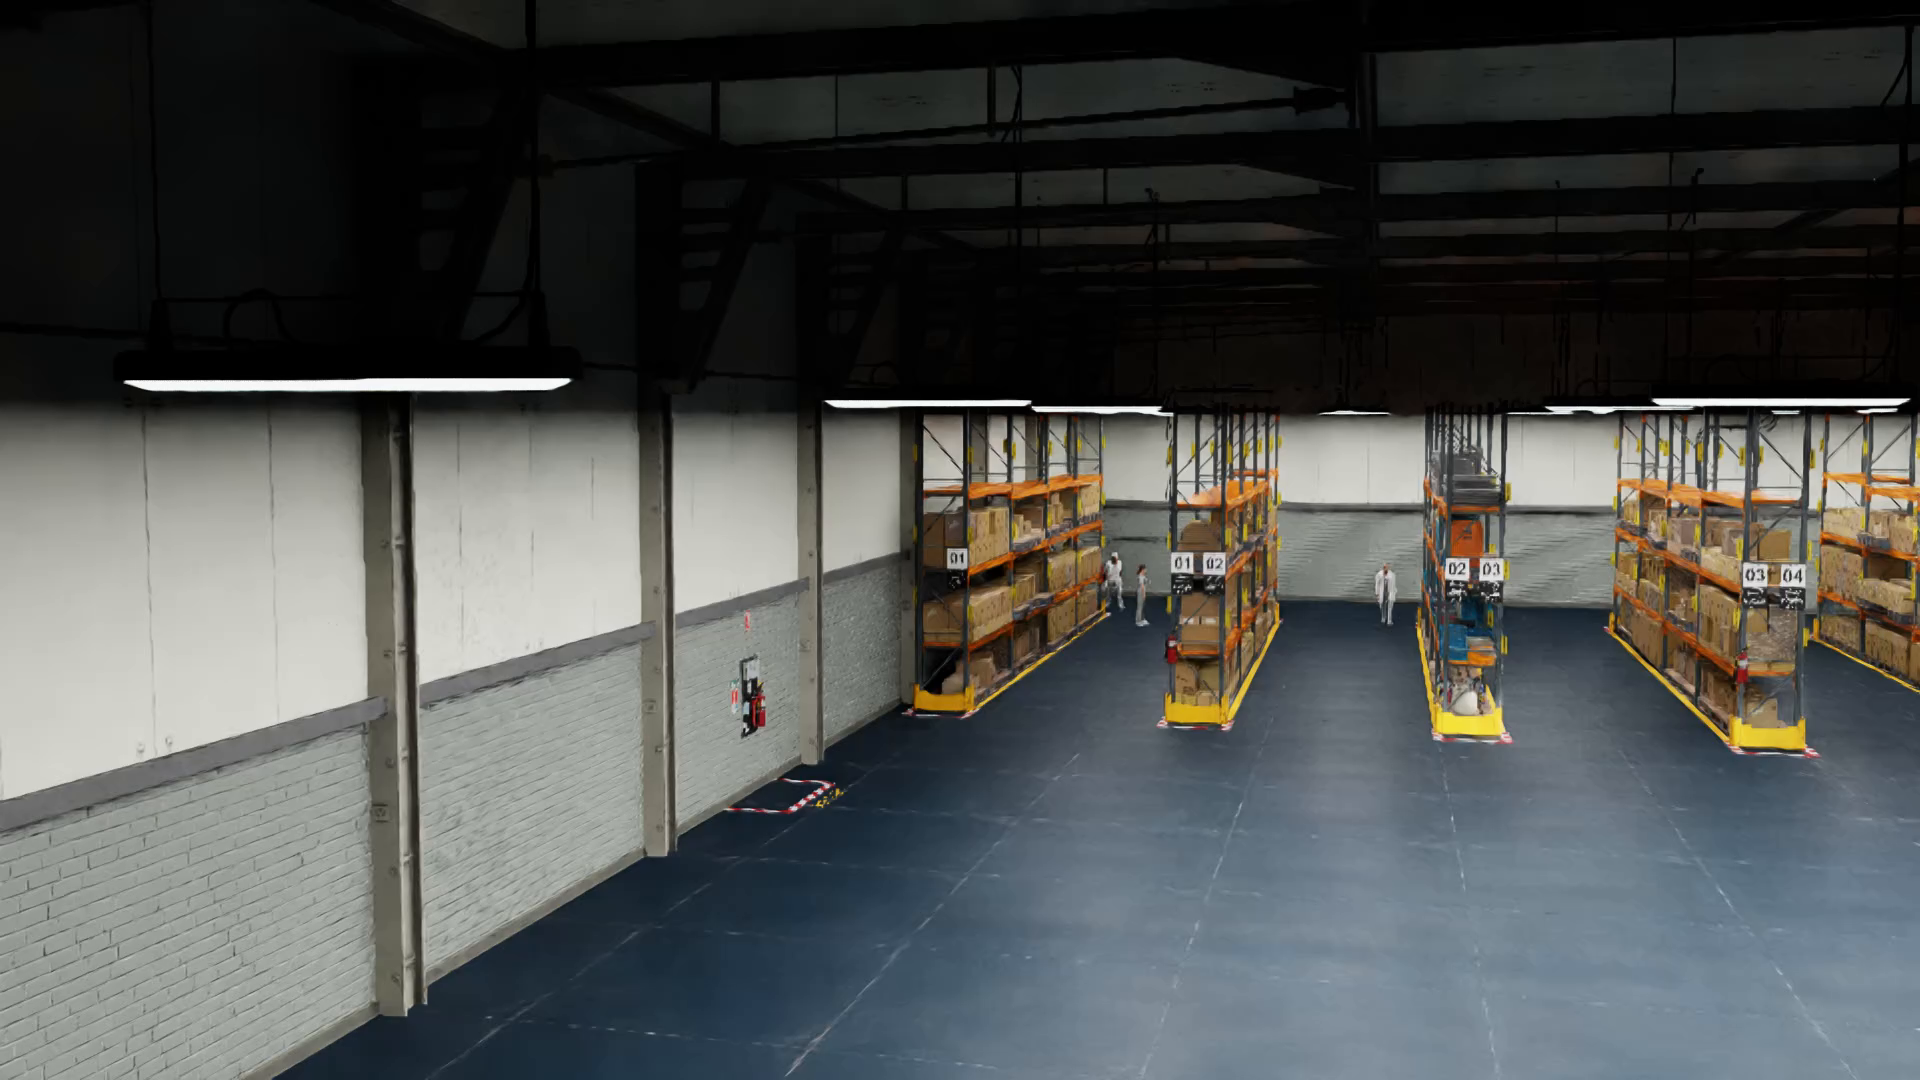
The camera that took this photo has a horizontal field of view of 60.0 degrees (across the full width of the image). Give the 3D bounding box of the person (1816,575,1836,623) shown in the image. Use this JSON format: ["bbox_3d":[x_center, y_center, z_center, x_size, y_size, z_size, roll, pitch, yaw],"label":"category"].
[{"bbox_3d":[23.624,1.506,45.354,0.596,1.757,0.595,-2,5,-27],"label":"person"}]

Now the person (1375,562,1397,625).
[{"bbox_3d":[11.761,1.552,45.970,0.599,1.505,1.175,1,4,17],"label":"person"}]

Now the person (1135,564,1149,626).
[{"bbox_3d":[5.001,1.498,45.619,0.380,1.681,0.598,0,4,4],"label":"person"}]

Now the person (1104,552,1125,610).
[{"bbox_3d":[4.585,1.209,49.498,0.606,1.743,0.967,-1,4,-9],"label":"person"}]
